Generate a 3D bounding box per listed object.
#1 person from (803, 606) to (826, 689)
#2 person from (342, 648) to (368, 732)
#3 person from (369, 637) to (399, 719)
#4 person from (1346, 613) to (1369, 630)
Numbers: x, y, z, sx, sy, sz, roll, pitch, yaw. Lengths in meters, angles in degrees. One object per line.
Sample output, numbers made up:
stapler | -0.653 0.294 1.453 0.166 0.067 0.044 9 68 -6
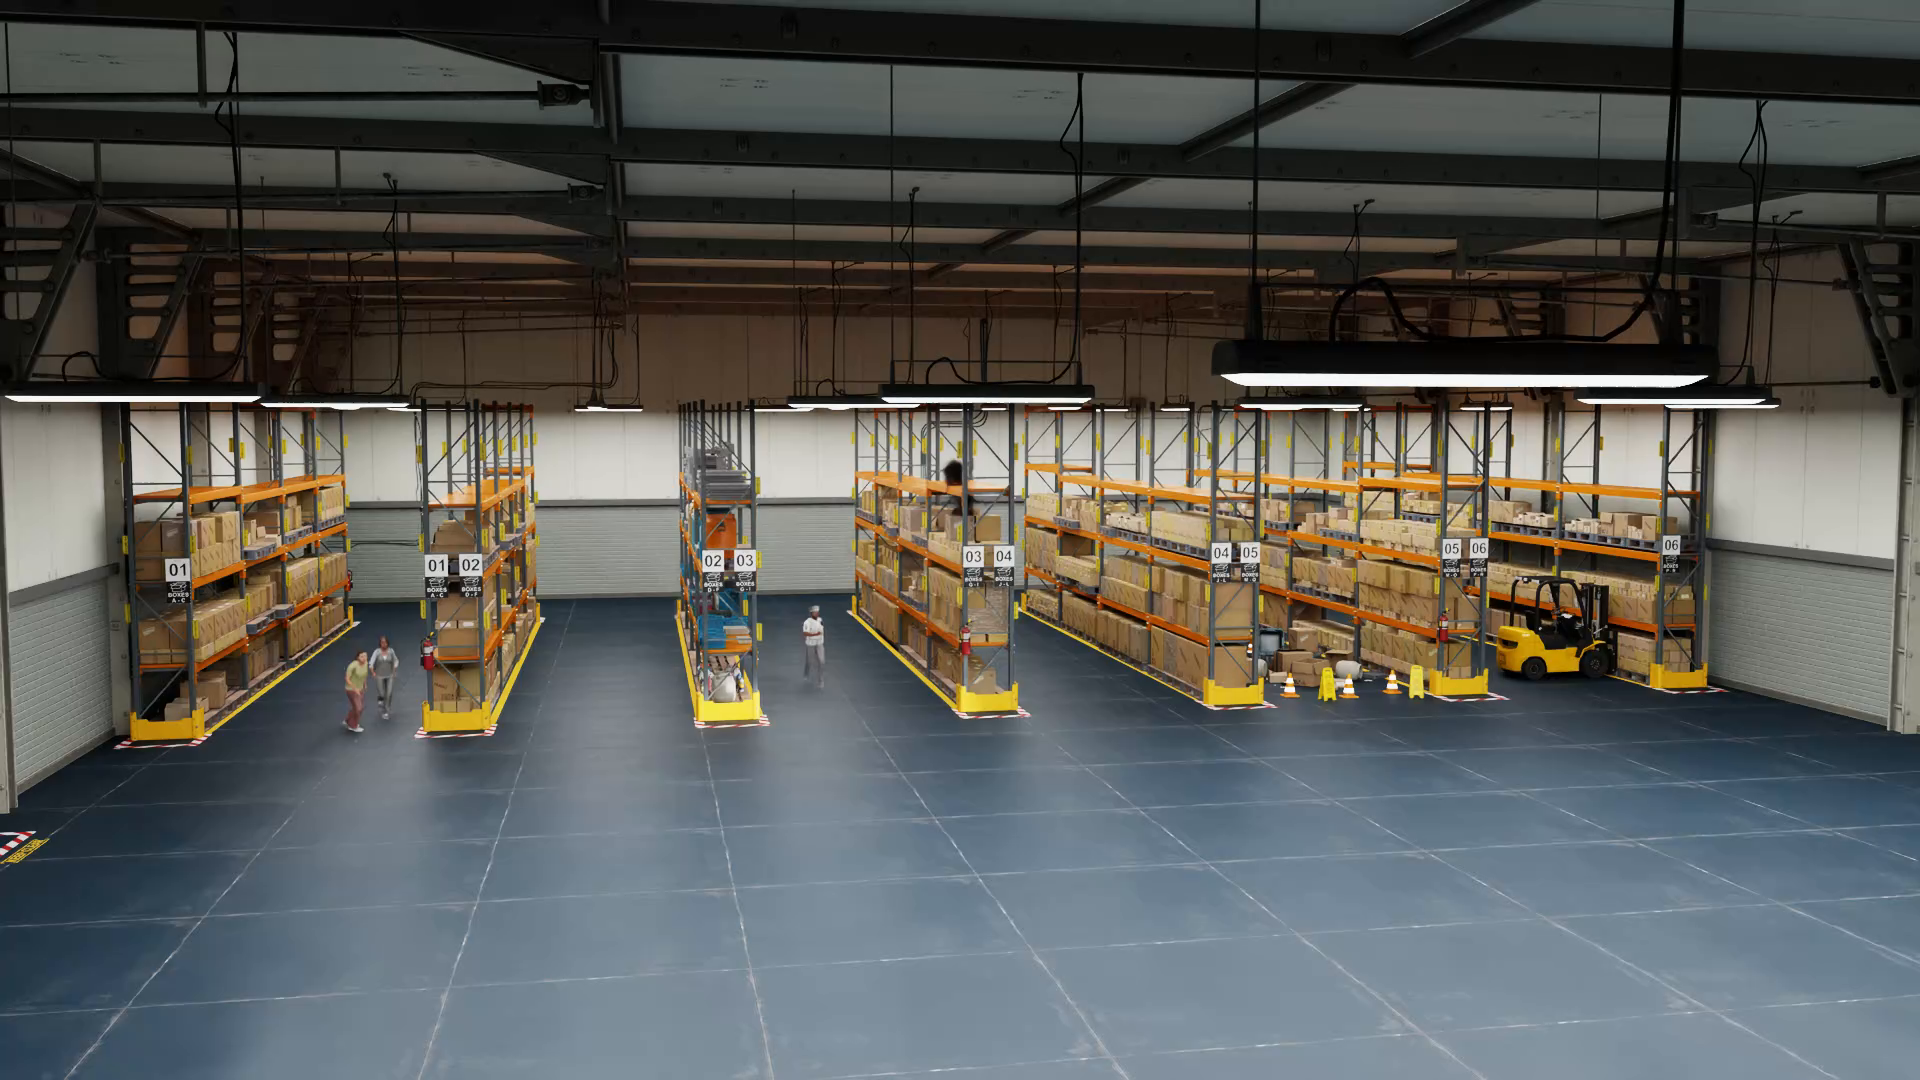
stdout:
person | -3.072 2.232 34.972 0.537 1.741 0.861 -2 5 -26
person | -10.904 2.700 29.920 0.767 1.544 0.595 2 5 21
person | -10.879 2.588 31.412 0.547 1.549 0.577 -2 5 -25
person | 10.500 1.622 43.932 0.598 1.601 0.914 -2 5 -25
